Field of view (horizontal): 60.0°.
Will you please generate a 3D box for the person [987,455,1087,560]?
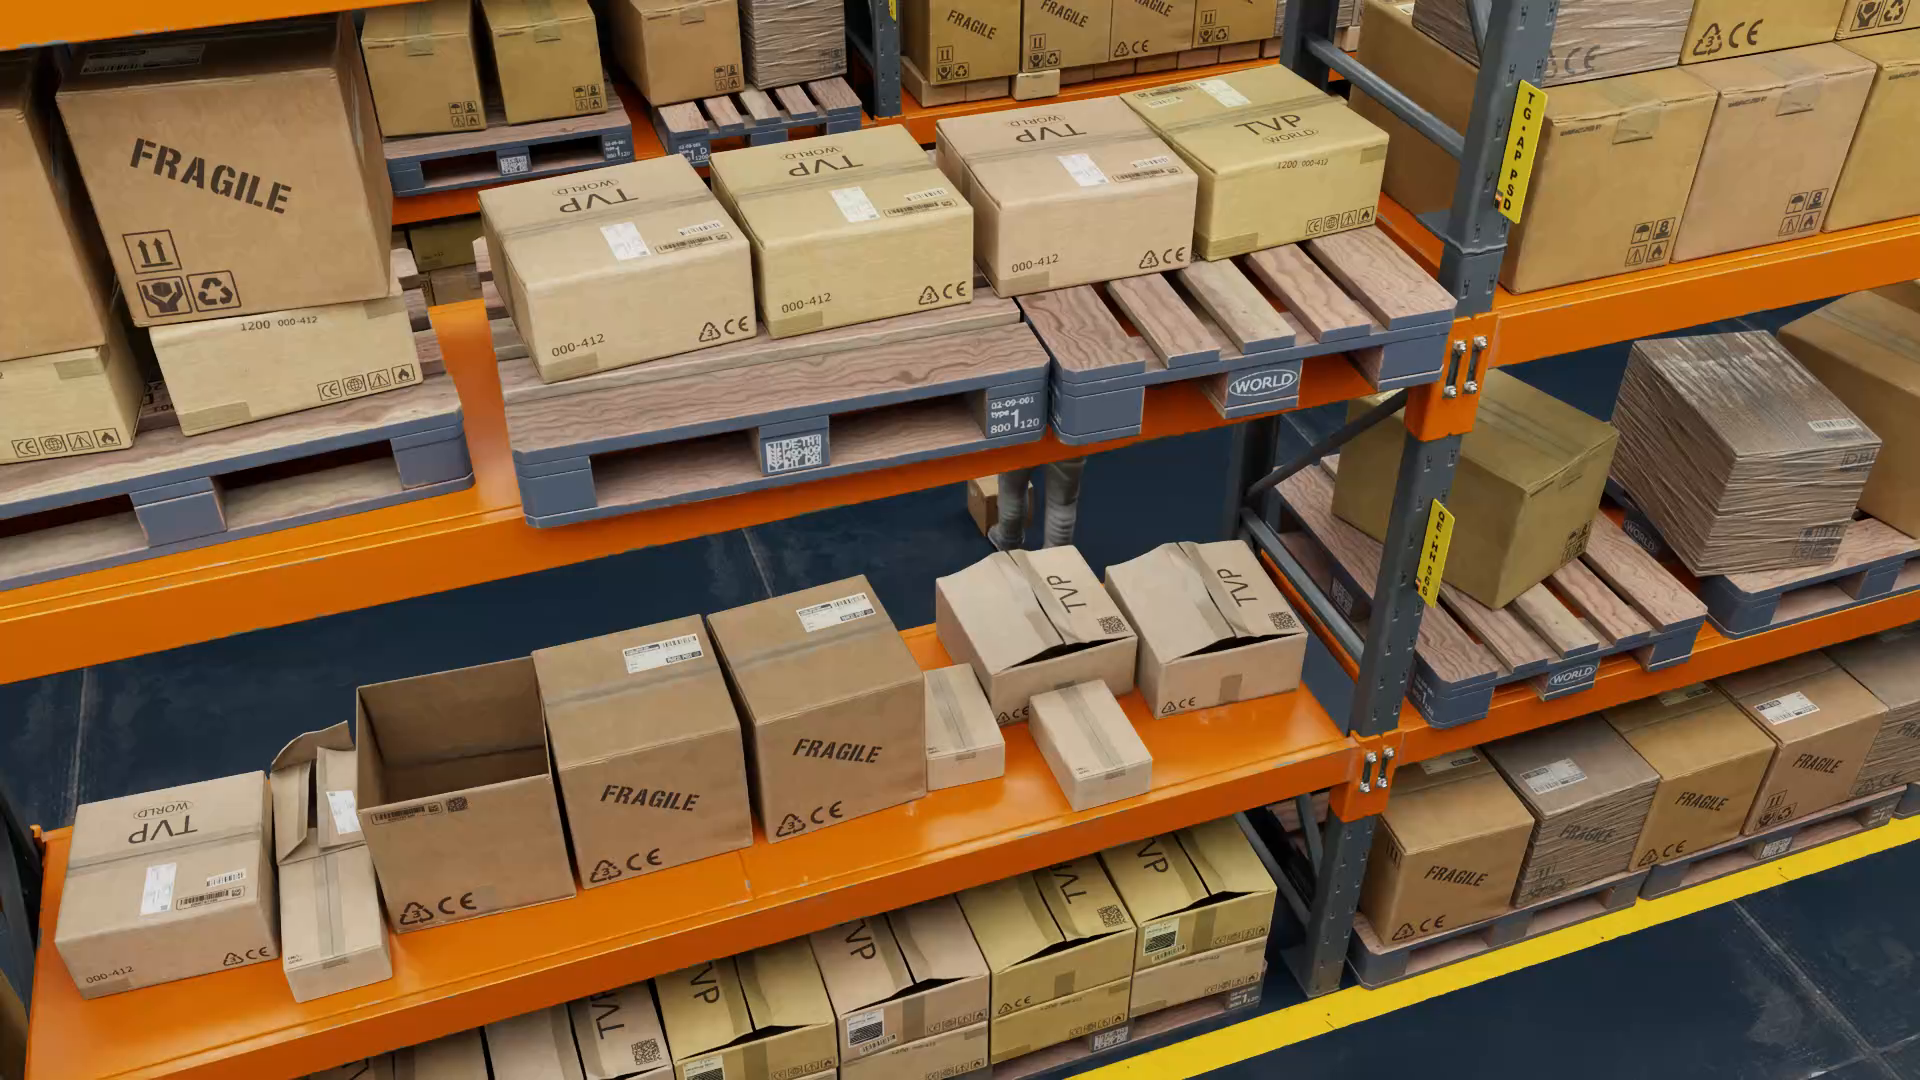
[{"bbox_3d":[0.362,-0.545,7.462,0.486,1.656,0.628,-3,38,-4],"label":"person"}]
